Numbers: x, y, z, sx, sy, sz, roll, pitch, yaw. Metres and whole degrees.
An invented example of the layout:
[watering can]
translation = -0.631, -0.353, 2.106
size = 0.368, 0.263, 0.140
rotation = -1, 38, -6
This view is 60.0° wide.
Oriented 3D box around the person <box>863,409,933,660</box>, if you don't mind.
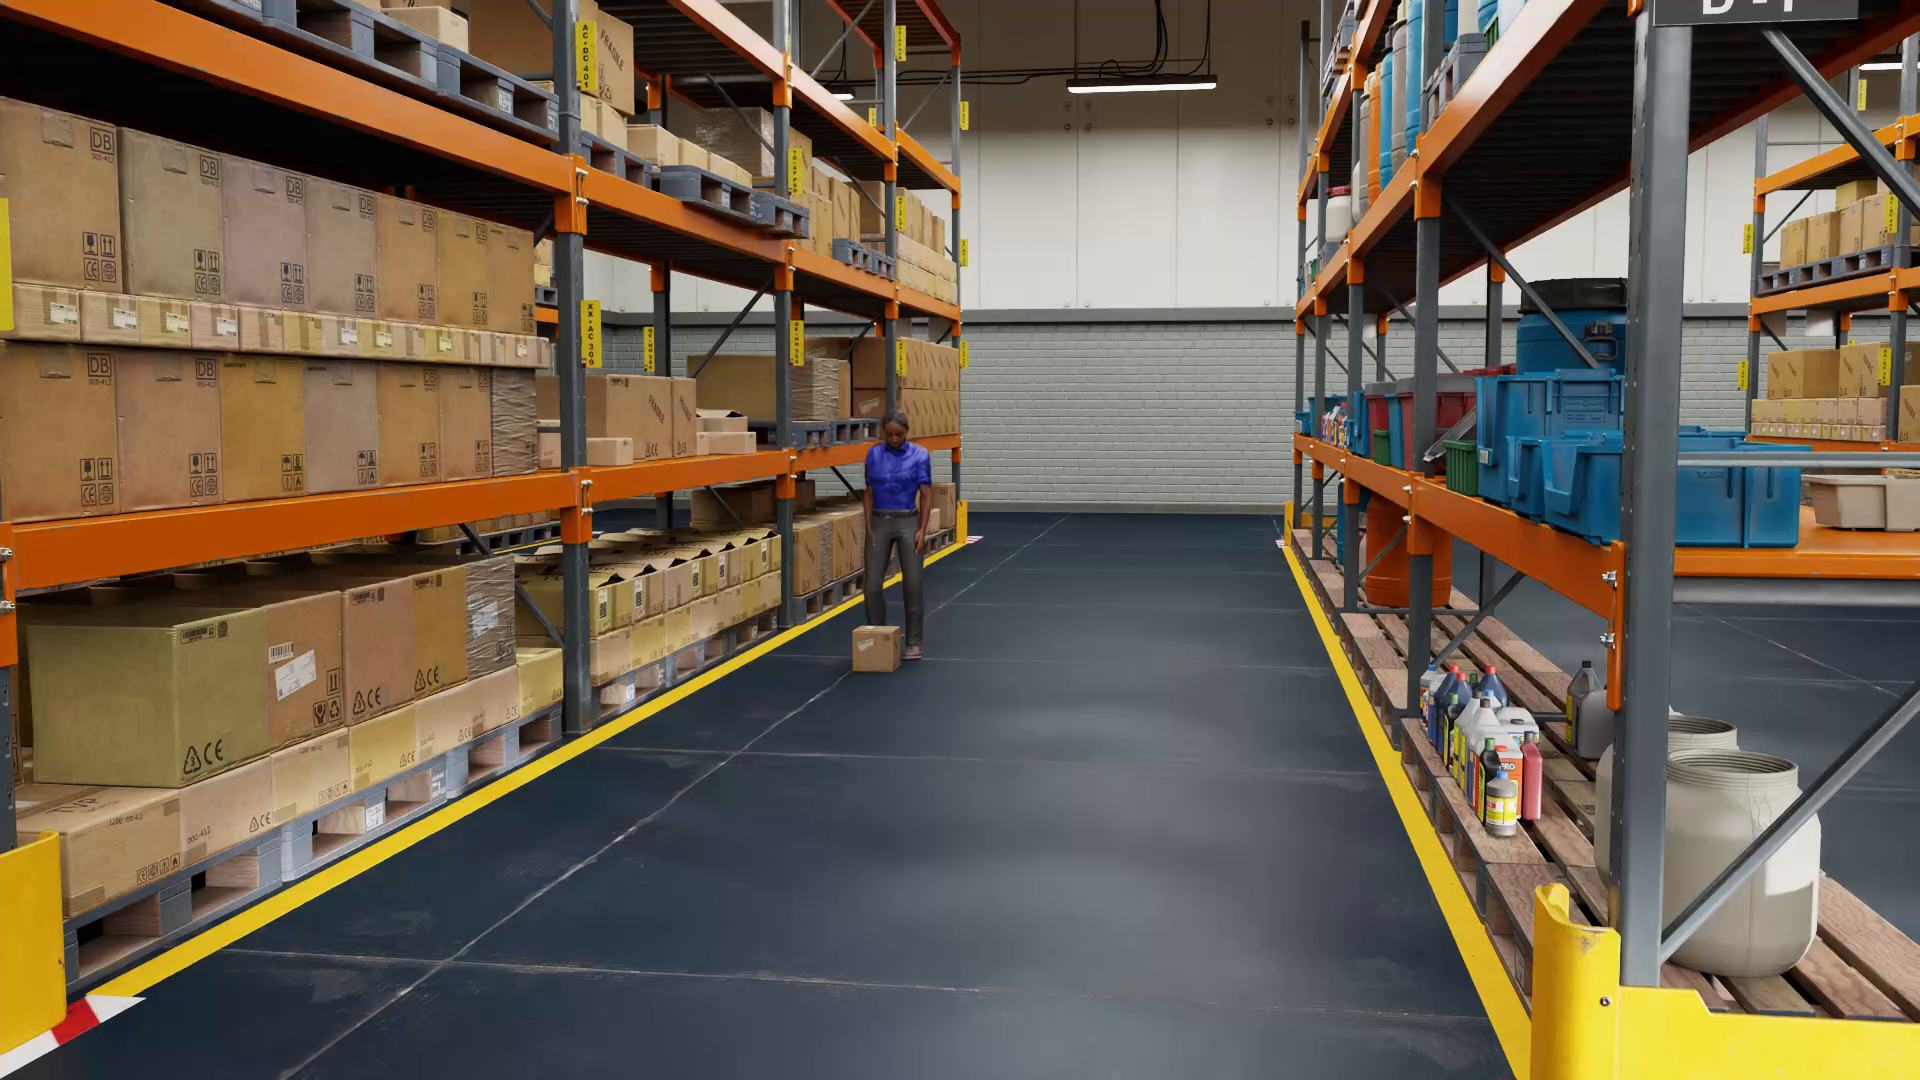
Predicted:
[person]
translation = -0.399, -0.037, 10.733
size = 0.454, 1.618, 0.361
rotation = 1, 5, 10
